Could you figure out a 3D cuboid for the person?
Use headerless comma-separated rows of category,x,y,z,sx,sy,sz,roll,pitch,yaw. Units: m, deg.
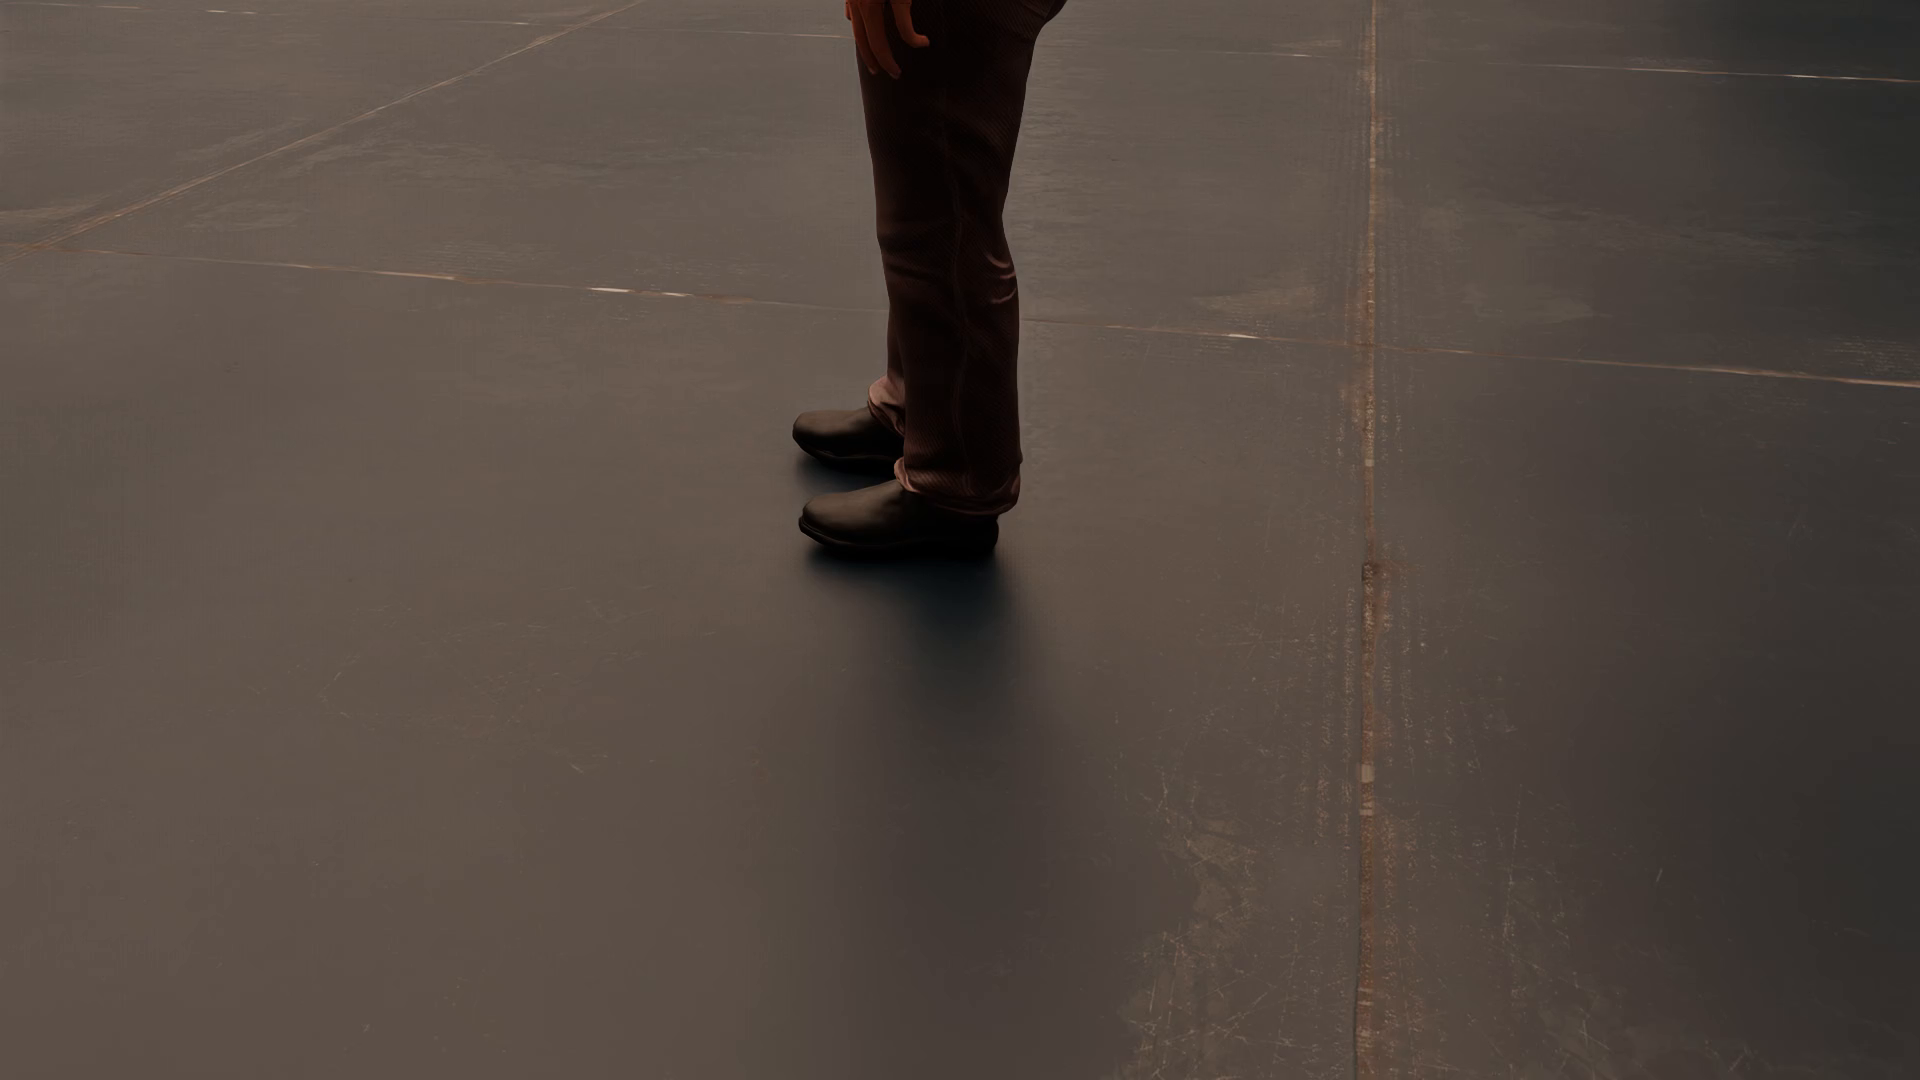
person,-0.060,-0.750,2.145,0.566,1.644,0.633,6,27,11
